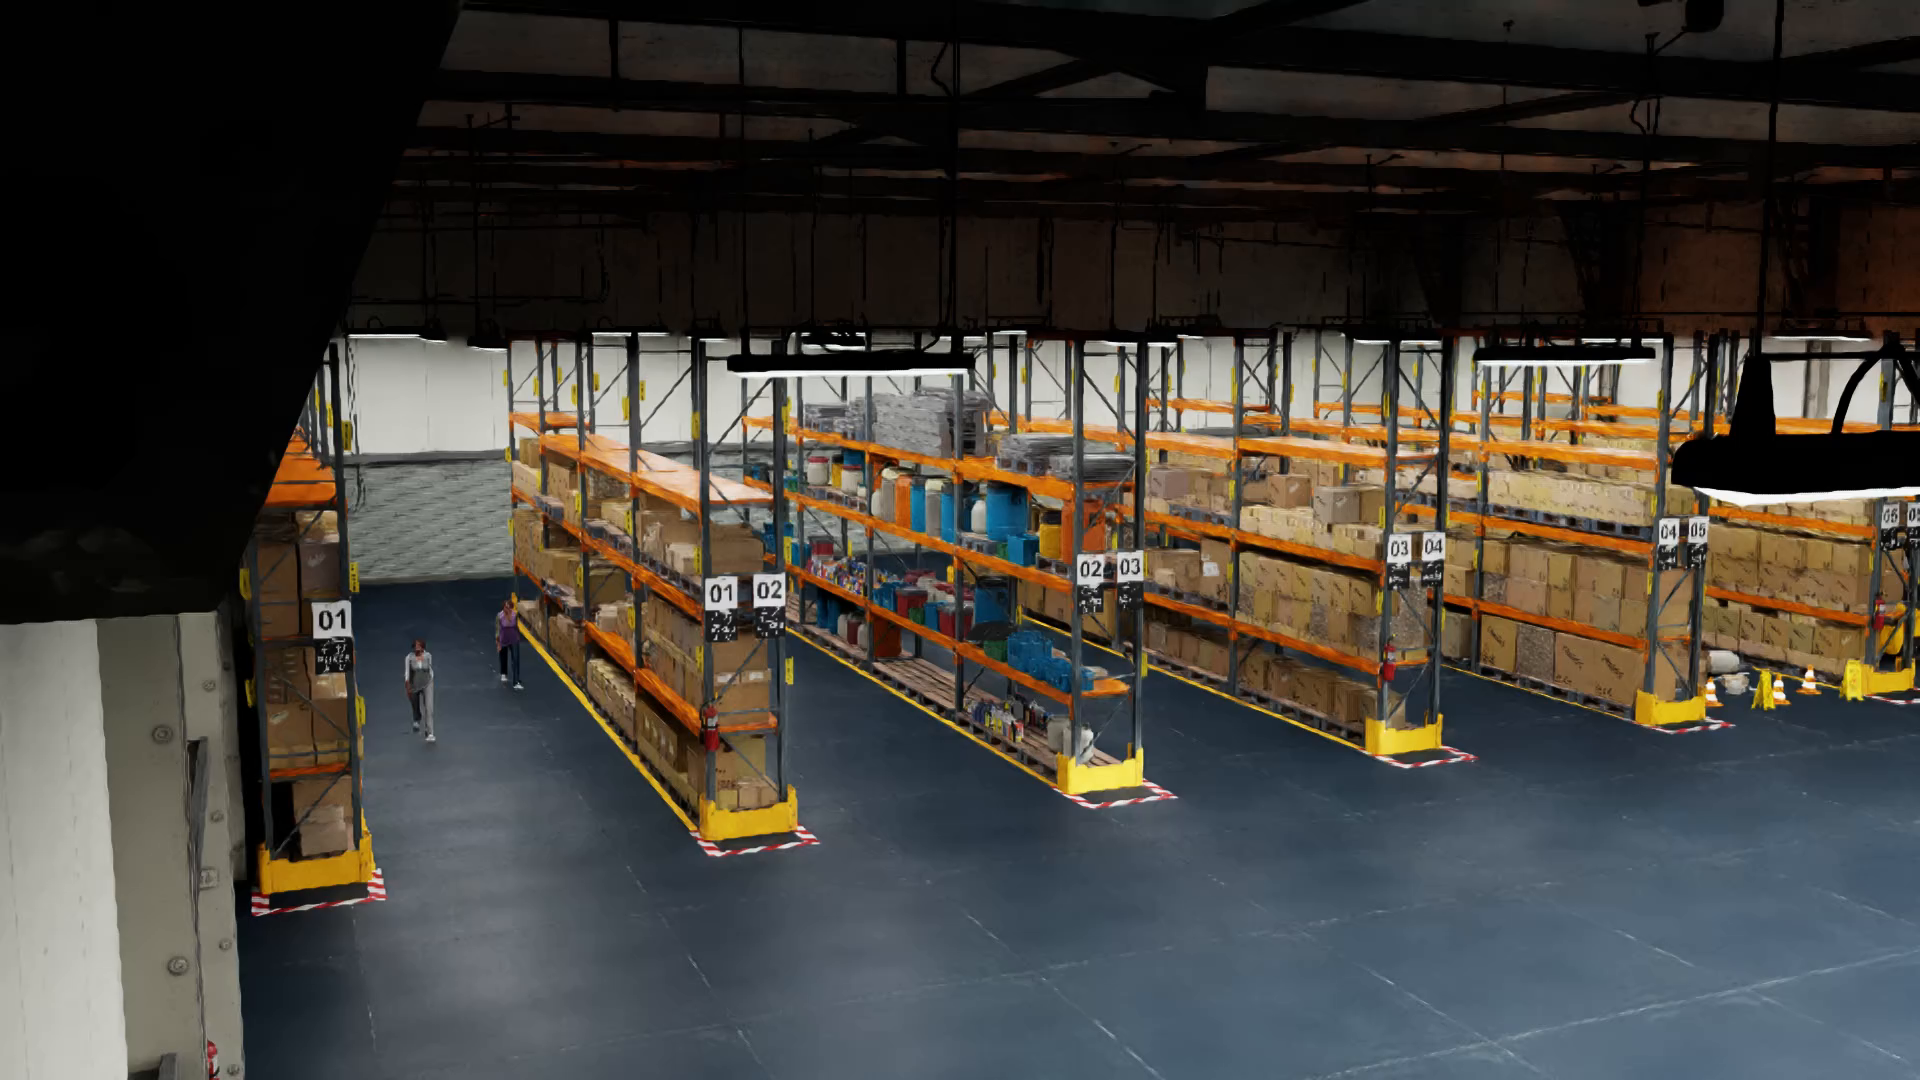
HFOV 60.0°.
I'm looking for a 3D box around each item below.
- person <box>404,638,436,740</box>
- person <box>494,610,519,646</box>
[{"bbox_3d":[-8.085,2.194,24.869,0.417,1.517,1.036,-3,8,-20],"label":"person"},{"bbox_3d":[-7.688,1.488,28.220,0.417,0.599,0.357,-3,8,-20],"label":"person"}]
